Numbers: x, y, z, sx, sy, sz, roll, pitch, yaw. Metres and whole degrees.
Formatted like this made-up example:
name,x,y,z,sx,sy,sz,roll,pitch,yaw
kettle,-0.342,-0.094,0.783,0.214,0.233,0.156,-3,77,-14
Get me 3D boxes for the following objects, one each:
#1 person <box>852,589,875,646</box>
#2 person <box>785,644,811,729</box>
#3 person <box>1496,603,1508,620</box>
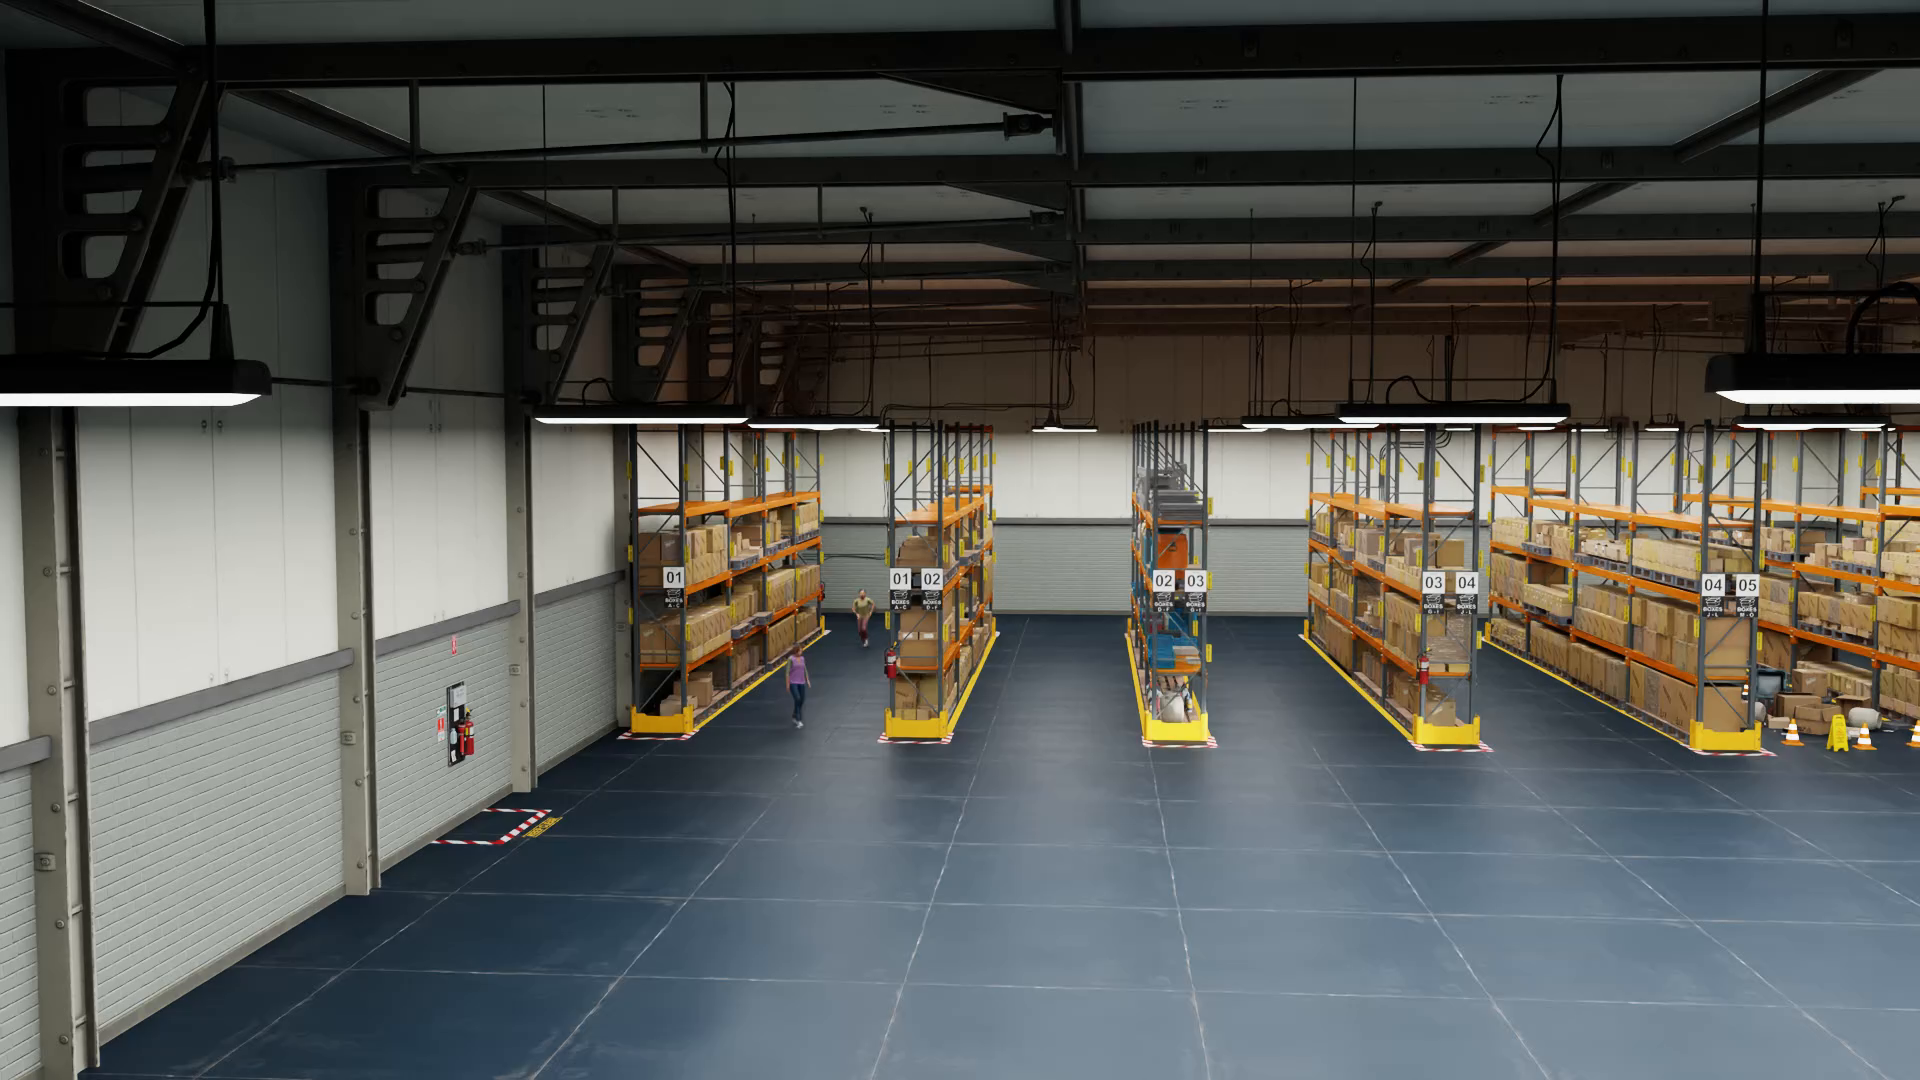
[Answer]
name,x,y,z,sx,sy,sz,roll,pitch,yaw
person,-2.607,2.097,44.833,0.561,1.586,0.699,1,4,12
person,-3.151,2.869,32.717,0.437,1.614,0.609,-3,5,-42
person,15.966,1.738,48.934,0.647,1.723,1.124,3,5,40
